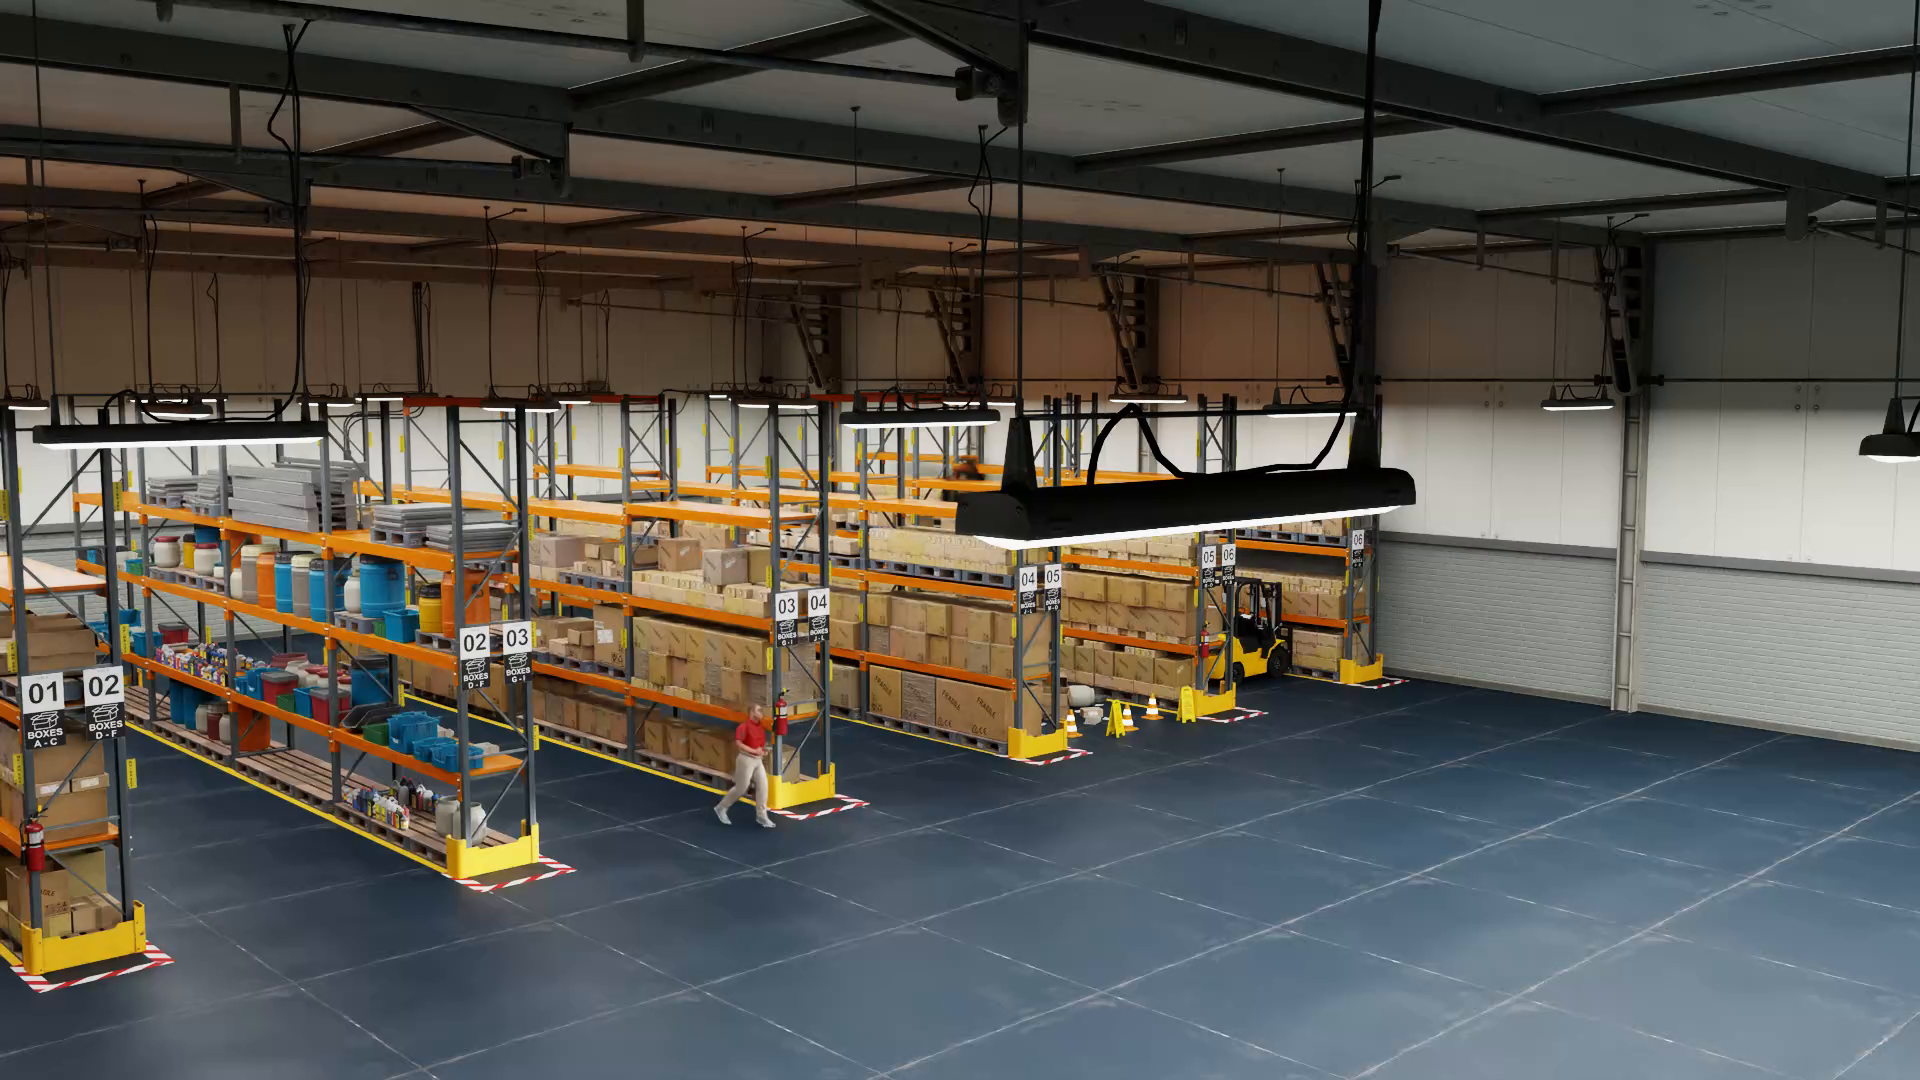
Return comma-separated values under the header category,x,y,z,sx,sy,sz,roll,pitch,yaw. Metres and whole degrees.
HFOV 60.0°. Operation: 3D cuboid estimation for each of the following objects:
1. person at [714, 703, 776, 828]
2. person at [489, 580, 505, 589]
category,x,y,z,sx,sy,sz,roll,pitch,yaw
person,-2.980,3.198,23.696,0.869,1.760,0.709,2,6,24
person,-11.092,1.634,39.691,0.723,1.748,0.574,1,6,12
